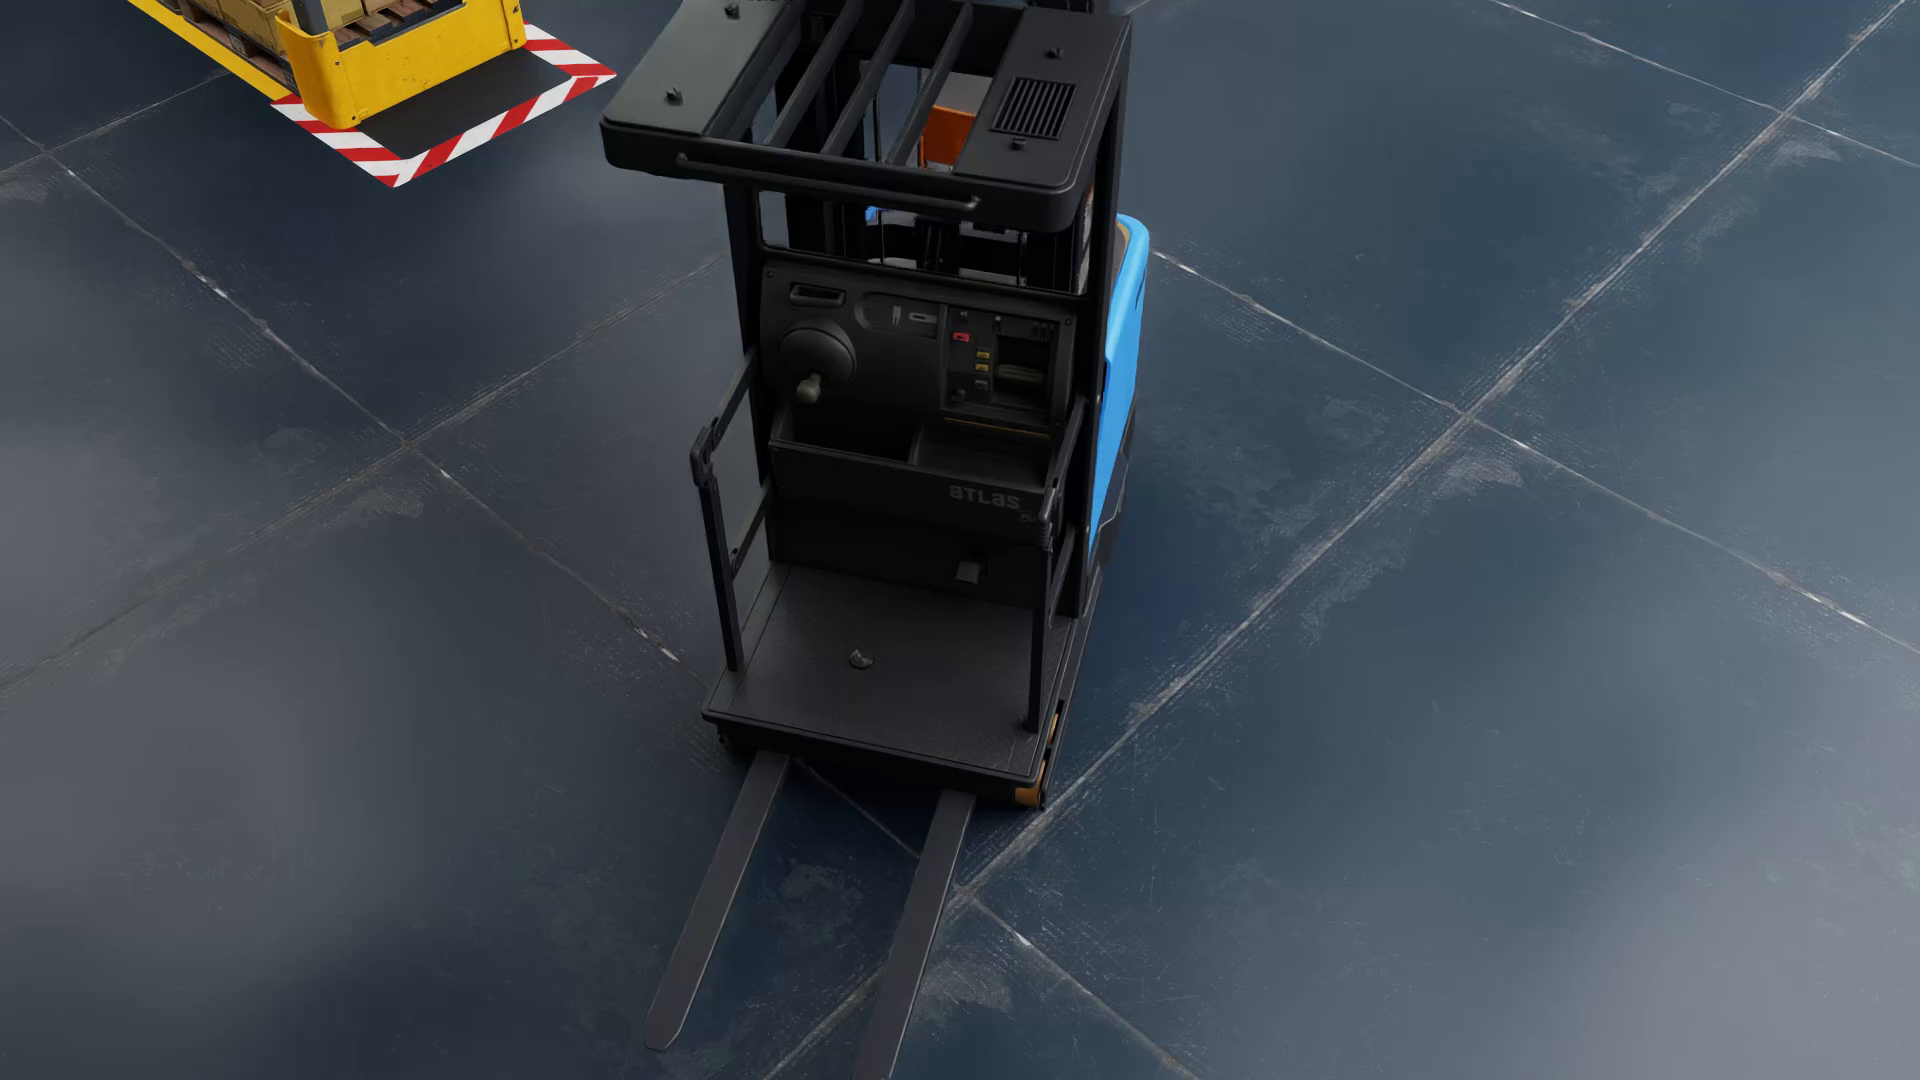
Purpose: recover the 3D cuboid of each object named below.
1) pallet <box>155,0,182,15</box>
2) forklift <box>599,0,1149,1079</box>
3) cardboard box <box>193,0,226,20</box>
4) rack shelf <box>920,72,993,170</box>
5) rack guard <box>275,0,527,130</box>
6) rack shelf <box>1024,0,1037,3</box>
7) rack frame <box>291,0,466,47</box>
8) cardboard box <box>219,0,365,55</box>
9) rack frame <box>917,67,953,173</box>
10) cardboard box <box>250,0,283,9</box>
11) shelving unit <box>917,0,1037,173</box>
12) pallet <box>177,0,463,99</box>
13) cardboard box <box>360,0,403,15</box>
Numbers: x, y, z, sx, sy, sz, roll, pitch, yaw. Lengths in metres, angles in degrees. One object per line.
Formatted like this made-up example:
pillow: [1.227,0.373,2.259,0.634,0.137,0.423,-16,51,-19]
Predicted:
pallet: [-4.262,-3.426,9.322,1.213,0.211,1.003,34,55,28]
forklift: [-0.180,-0.451,4.662,1.130,2.935,3.031,11,48,10]
cardboard box: [-3.750,-2.972,8.581,0.500,0.250,0.500,34,55,28]
rack shelf: [0.154,-1.472,6.201,0.480,0.518,0.431,17,47,16]
rack guard: [-2.762,-2.554,8.305,0.348,0.500,1.175,34,55,28]
rack shelf: [0.163,-1.966,5.705,0.480,0.518,0.431,17,47,16]
rack frame: [-2.779,-3.422,7.405,0.127,3.000,1.000,34,55,28]
cardboard box: [-3.374,-2.731,8.355,0.500,0.250,0.500,34,55,28]
rack frame: [-0.069,-1.553,6.258,0.015,2.100,0.400,17,47,16]
cardboard box: [-3.375,-2.987,8.080,0.500,0.500,0.500,34,55,28]
shelving unit: [0.155,-1.482,6.192,0.503,2.100,0.431,17,47,16]
pallet: [-3.370,-2.823,8.756,1.213,0.211,1.003,34,55,28]
cardboard box: [-3.023,-3.009,8.615,0.500,0.250,0.500,34,55,28]
